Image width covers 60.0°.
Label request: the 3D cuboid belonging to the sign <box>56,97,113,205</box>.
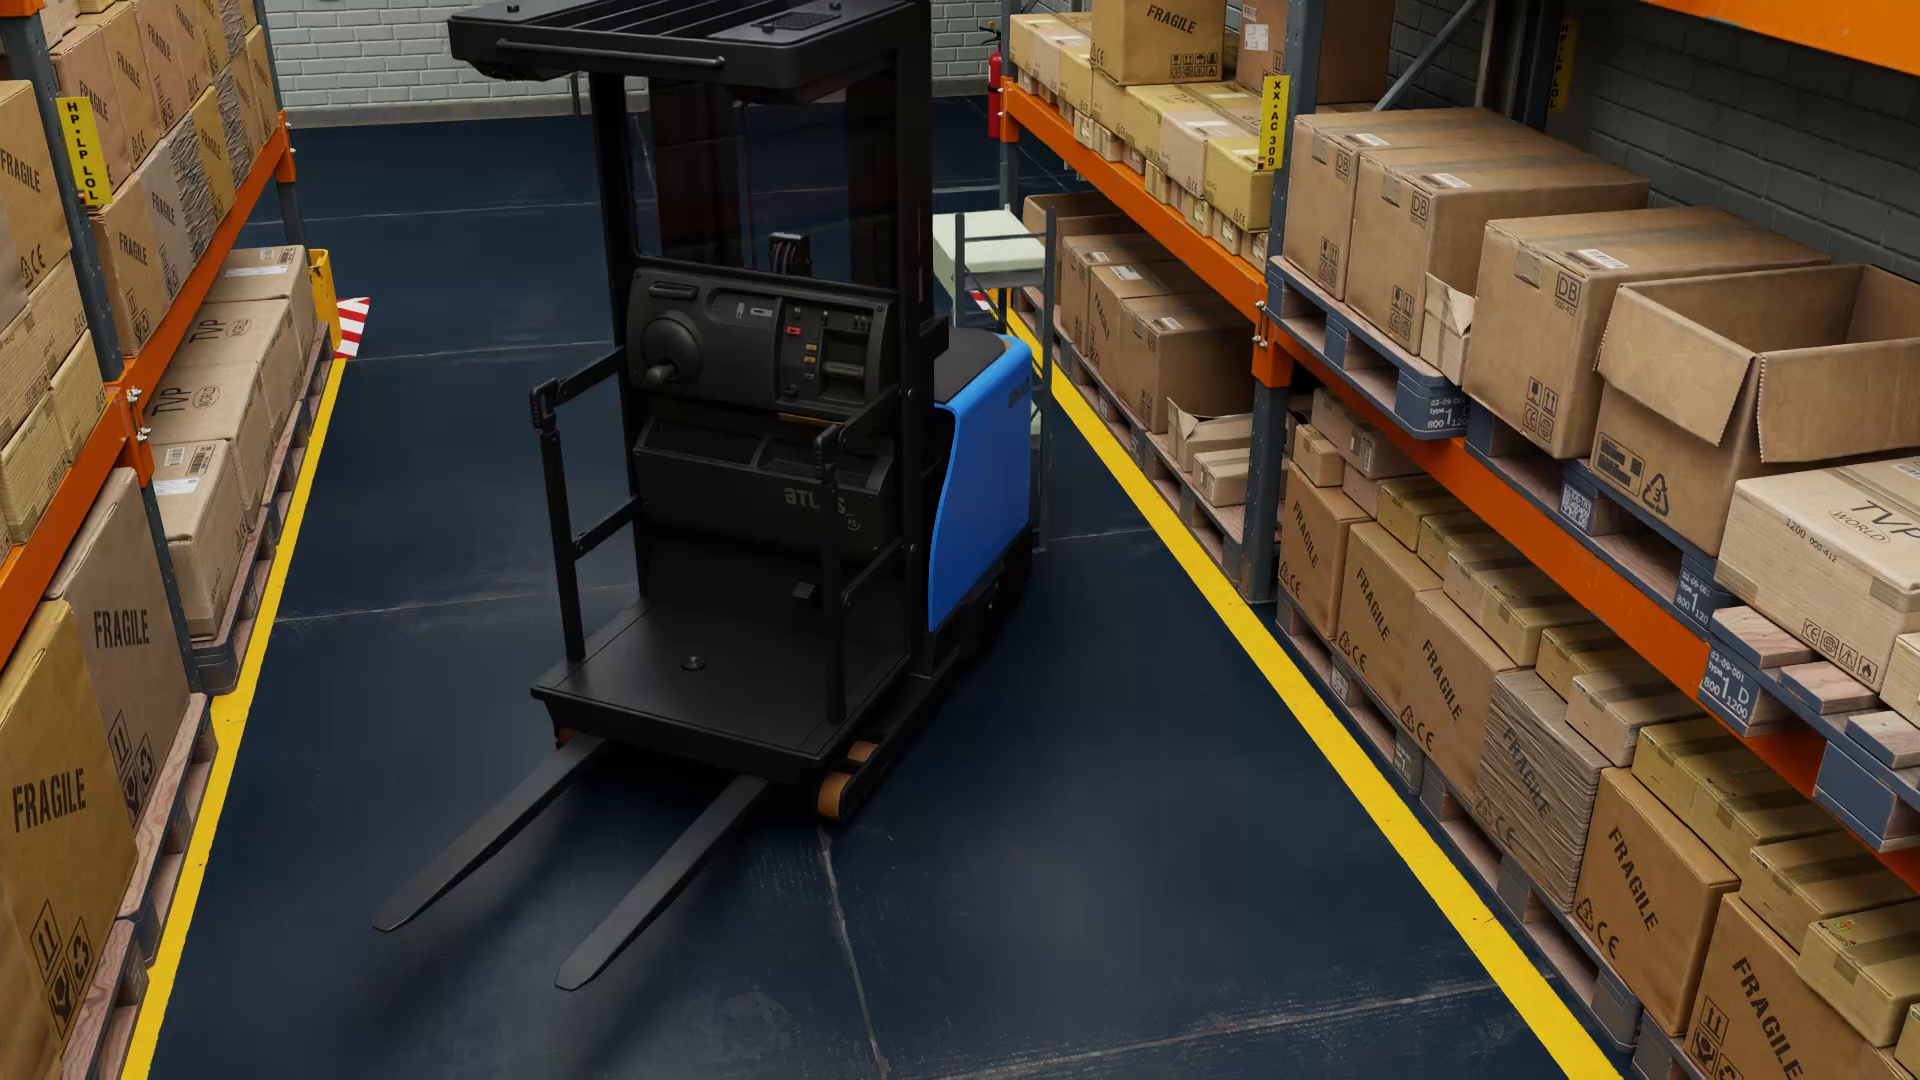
[{"bbox_3d":[-2.670,-1.183,5.067,0.100,0.325,0.005,-6,27,-12],"label":"sign"}]

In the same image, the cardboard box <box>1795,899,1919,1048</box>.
[{"bbox_3d":[2.090,0.939,3.648,0.380,0.149,0.250,-7,28,-14],"label":"cardboard box"}]

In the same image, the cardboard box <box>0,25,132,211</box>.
[{"bbox_3d":[-3.068,-1.367,5.408,0.500,0.500,0.500,-6,27,-11],"label":"cardboard box"}]

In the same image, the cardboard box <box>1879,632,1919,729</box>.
[{"bbox_3d":[2.018,0.284,3.172,0.380,0.149,0.250,-5,27,-11],"label":"cardboard box"}]

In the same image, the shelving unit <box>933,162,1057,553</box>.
[{"bbox_3d":[0.094,-0.766,7.104,0.431,1.500,0.755,-6,27,-12],"label":"shelving unit"}]

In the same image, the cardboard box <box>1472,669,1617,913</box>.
[{"bbox_3d":[1.877,0.697,4.849,0.500,0.500,0.500,-7,28,-13],"label":"cardboard box"}]

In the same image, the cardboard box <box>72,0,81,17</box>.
[{"bbox_3d":[-3.187,-1.806,5.559,0.380,0.149,0.250,-6,27,-12],"label":"cardboard box"}]

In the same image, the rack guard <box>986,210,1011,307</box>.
[{"bbox_3d":[0.754,-1.754,10.171,1.175,0.500,0.348,-6,27,-12],"label":"rack guard"}]

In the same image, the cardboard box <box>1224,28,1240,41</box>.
[{"bbox_3d":[1.214,-2.568,8.845,0.500,0.250,0.500,-6,27,-11],"label":"cardboard box"}]

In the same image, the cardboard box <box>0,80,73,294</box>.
[{"bbox_3d":[-2.851,-0.962,4.607,0.500,0.500,0.500,-5,27,-10],"label":"cardboard box"}]

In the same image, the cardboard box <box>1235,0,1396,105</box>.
[{"bbox_3d":[1.562,-2.229,7.341,0.500,0.500,0.500,-7,28,-13],"label":"cardboard box"}]

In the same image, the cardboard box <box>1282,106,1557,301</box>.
[{"bbox_3d":[1.529,-1.145,5.612,0.700,0.500,0.500,-5,27,-10],"label":"cardboard box"}]

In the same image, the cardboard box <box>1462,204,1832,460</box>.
[{"bbox_3d":[1.823,-0.573,4.479,0.700,0.500,0.500,-6,27,-12],"label":"cardboard box"}]

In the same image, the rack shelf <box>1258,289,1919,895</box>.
[{"bbox_3d":[2.089,0.052,4.617,1.077,0.370,4.000,-6,27,-12],"label":"rack shelf"}]

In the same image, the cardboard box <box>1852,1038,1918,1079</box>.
[{"bbox_3d":[2.235,1.373,3.509,0.500,0.500,0.500,-5,27,-10],"label":"cardboard box"}]

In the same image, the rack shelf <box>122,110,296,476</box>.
[{"bbox_3d":[-3.647,-1.199,7.094,1.077,0.370,4.000,-6,27,-12],"label":"rack shelf"}]

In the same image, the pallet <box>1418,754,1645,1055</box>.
[{"bbox_3d":[2.137,0.987,5.060,1.003,0.211,1.213,-6,27,-12],"label":"pallet"}]

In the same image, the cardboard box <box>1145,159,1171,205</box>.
[{"bbox_3d":[1.041,-1.601,7.371,0.380,0.149,0.250,-6,27,-12],"label":"cardboard box"}]

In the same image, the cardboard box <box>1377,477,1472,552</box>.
[{"bbox_3d":[1.667,-0.099,5.705,0.380,0.149,0.250,-7,28,-14],"label":"cardboard box"}]

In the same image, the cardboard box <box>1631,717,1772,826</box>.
[{"bbox_3d":[2.002,0.589,4.341,0.380,0.149,0.250,-6,27,-12],"label":"cardboard box"}]

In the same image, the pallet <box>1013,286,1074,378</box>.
[{"bbox_3d":[0.935,-1.275,9.543,1.003,0.211,1.213,-6,27,-12],"label":"pallet"}]

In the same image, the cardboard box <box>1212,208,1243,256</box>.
[{"bbox_3d":[1.241,-1.262,6.700,0.380,0.149,0.250,-5,27,-10],"label":"cardboard box"}]

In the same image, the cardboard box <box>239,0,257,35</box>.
[{"bbox_3d":[-3.758,-2.701,8.053,0.500,0.500,0.500,-5,27,-10],"label":"cardboard box"}]

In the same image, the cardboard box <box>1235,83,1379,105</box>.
[{"bbox_3d":[1.556,-1.904,7.531,0.500,0.250,0.500,-5,27,-10],"label":"cardboard box"}]

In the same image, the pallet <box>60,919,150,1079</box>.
[{"bbox_3d":[-2.671,1.471,4.102,1.003,0.211,1.213,-6,27,-12],"label":"pallet"}]

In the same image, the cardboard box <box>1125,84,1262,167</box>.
[{"bbox_3d":[1.059,-1.851,7.425,0.500,0.250,0.500,-6,27,-12],"label":"cardboard box"}]

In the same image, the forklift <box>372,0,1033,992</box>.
[{"bbox_3d":[-0.745,-0.605,5.196,1.130,2.935,3.031,11,29,20],"label":"forklift"}]

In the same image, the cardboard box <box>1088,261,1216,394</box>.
[{"bbox_3d":[0.959,-1.076,8.360,0.500,0.500,0.500,-5,27,-11],"label":"cardboard box"}]

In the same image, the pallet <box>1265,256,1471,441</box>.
[{"bbox_3d":[1.712,-0.700,5.521,1.003,0.211,1.213,-6,27,-12],"label":"pallet"}]

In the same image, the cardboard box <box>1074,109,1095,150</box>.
[{"bbox_3d":[0.786,-2.049,8.259,0.380,0.149,0.250,-7,28,-13],"label":"cardboard box"}]

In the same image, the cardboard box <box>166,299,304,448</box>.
[{"bbox_3d":[-3.638,-0.761,7.806,0.875,0.438,0.875,-5,27,-10],"label":"cardboard box"}]

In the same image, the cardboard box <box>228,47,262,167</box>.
[{"bbox_3d":[-3.633,-2.036,7.844,0.500,0.500,0.500,-7,28,-13],"label":"cardboard box"}]

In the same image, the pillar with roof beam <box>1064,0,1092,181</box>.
[{"bbox_3d":[-3.187,-6.420,9.982,9.100,9.000,0.400,-6,27,-12],"label":"pillar with roof beam"}]

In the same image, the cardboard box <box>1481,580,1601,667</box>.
[{"bbox_3d":[1.815,0.243,5.029,0.380,0.149,0.250,-5,27,-10],"label":"cardboard box"}]

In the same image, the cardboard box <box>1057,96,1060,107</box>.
[{"bbox_3d":[0.739,-2.400,8.956,0.380,0.149,0.250,-6,27,-12],"label":"cardboard box"}]

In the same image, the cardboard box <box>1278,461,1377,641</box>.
[{"bbox_3d":[1.528,0.016,6.197,0.500,0.500,0.500,-5,27,-9],"label":"cardboard box"}]

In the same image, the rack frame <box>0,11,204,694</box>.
[{"bbox_3d":[-3.197,-0.642,5.193,1.000,3.000,0.127,-6,27,-12],"label":"rack frame"}]

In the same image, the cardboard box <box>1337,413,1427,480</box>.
[{"bbox_3d":[1.565,-0.348,5.868,0.380,0.149,0.250,-7,28,-14],"label":"cardboard box"}]

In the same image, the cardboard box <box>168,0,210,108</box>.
[{"bbox_3d":[-3.391,-2.037,6.735,0.500,0.500,0.500,-6,27,-12],"label":"cardboard box"}]

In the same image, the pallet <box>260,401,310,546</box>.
[{"bbox_3d":[-3.570,-0.275,7.562,1.003,0.211,1.213,-6,27,-12],"label":"pallet"}]

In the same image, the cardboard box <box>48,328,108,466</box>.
[{"bbox_3d":[-2.850,-0.404,4.887,0.500,0.250,0.500,-7,28,-13],"label":"cardboard box"}]

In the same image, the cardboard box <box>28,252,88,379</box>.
[{"bbox_3d":[-2.861,-0.629,4.779,0.500,0.250,0.500,-6,27,-12],"label":"cardboard box"}]

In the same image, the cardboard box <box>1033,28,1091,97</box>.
[{"bbox_3d":[0.691,-2.522,8.753,0.500,0.250,0.500,-6,27,-11],"label":"cardboard box"}]

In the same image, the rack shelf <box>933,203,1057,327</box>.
[{"bbox_3d":[0.094,-1.115,6.928,0.431,0.370,0.720,-6,27,-12],"label":"rack shelf"}]

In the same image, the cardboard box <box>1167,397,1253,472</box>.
[{"bbox_3d":[1.146,-0.486,7.452,0.396,0.266,0.258,-5,27,-10],"label":"cardboard box"}]

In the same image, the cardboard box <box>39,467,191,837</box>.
[{"bbox_3d":[-2.979,0.383,5.054,0.875,0.875,0.875,-5,27,-10],"label":"cardboard box"}]

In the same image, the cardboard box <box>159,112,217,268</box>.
[{"bbox_3d":[-3.263,-1.359,6.504,0.500,0.500,0.500,-6,27,-11],"label":"cardboard box"}]
